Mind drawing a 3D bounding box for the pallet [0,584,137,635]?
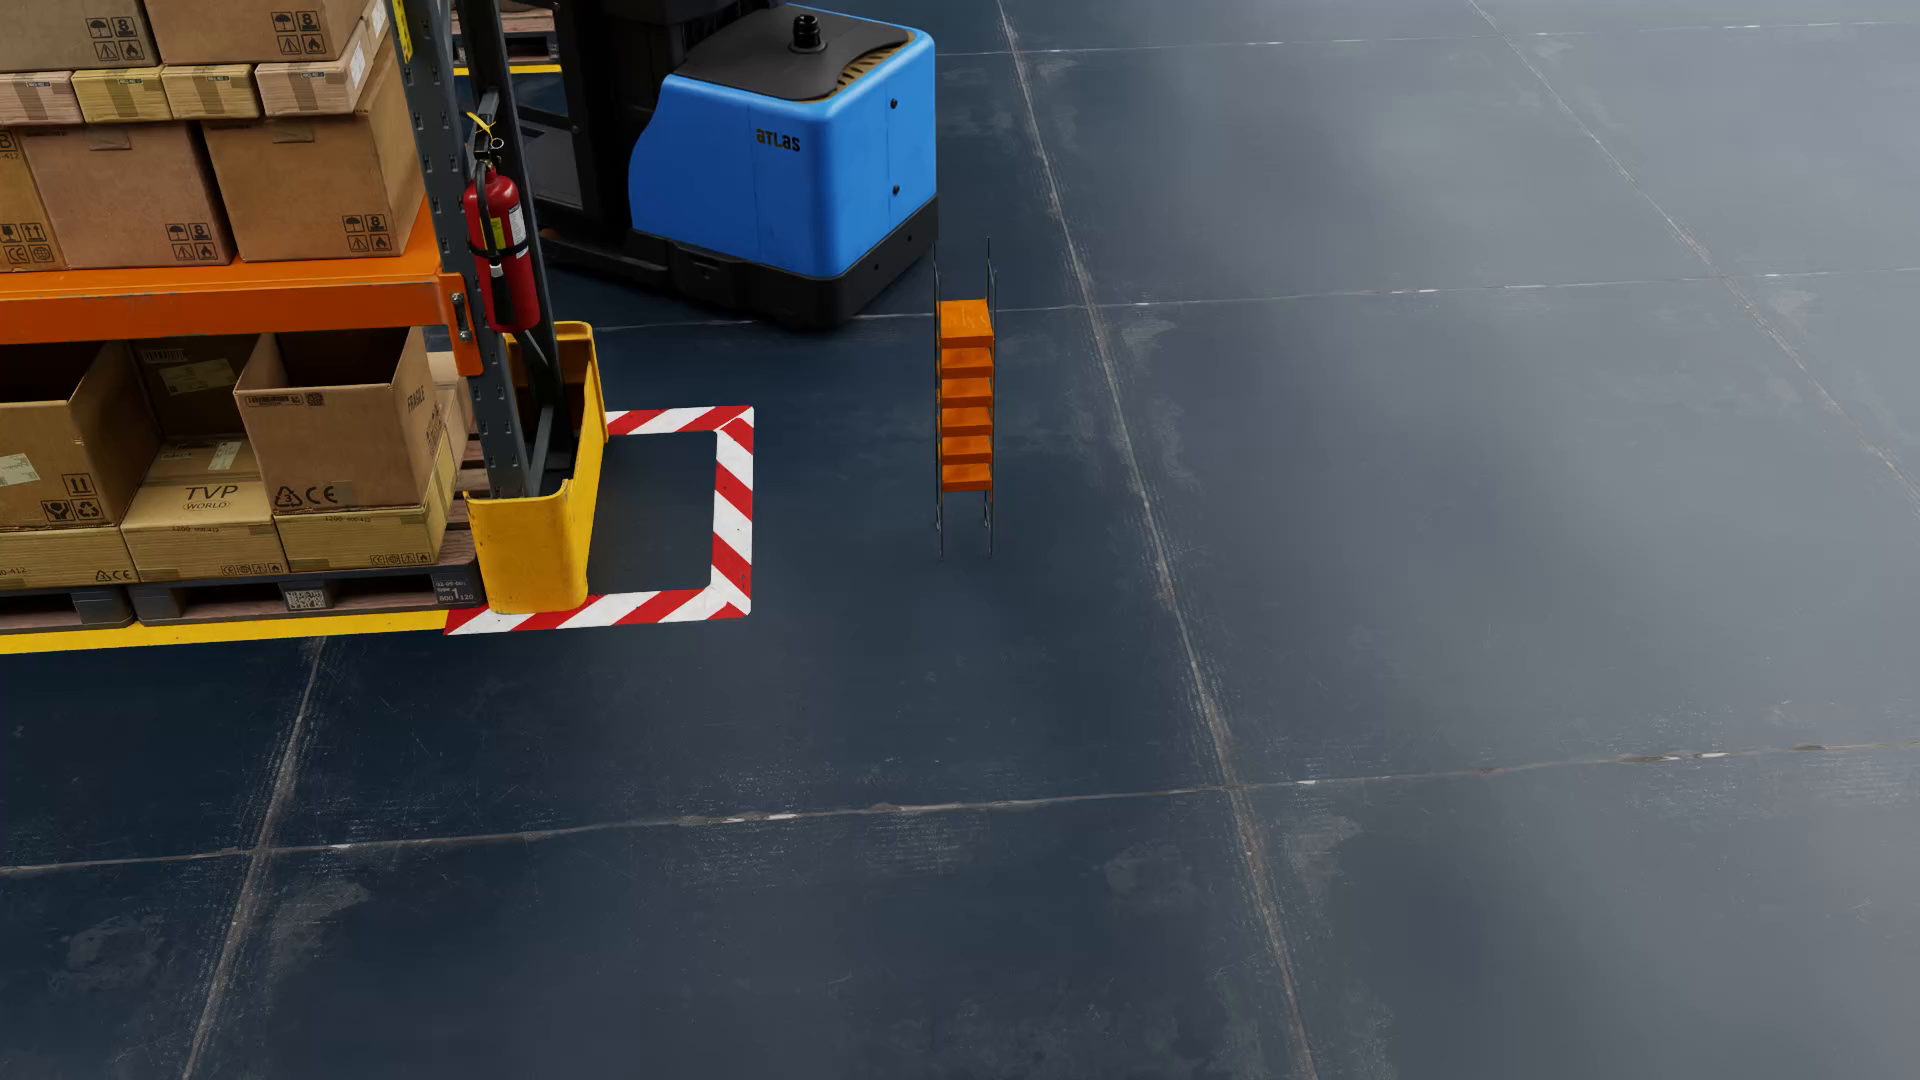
[{"bbox_3d":[-3.557,-0.049,6.142,1.213,0.211,1.003,-3,38,-4],"label":"pallet"}]

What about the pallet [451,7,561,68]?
[{"bbox_3d":[-2.903,-3.164,10.090,1.213,0.211,1.003,-3,38,-4],"label":"pallet"}]

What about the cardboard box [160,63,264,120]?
[{"bbox_3d":[-2.211,-1.417,5.020,0.250,0.149,0.380,-2,38,-3],"label":"cardboard box"}]

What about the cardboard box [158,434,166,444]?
[{"bbox_3d":[-3.136,-0.413,6.233,0.500,0.250,0.500,-3,38,-4],"label":"cardboard box"}]

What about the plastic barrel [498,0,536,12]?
[{"bbox_3d":[-2.670,-3.438,9.855,0.421,0.512,0.421,0,38,0],"label":"plastic barrel"}]

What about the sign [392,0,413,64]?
[{"bbox_3d":[-1.552,-1.489,4.589,0.005,0.325,0.100,-3,38,-4],"label":"sign"}]

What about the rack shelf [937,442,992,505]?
[{"bbox_3d":[0.014,-0.249,6.056,0.180,0.103,0.258,-3,38,-4],"label":"rack shelf"}]

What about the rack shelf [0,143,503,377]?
[{"bbox_3d":[-3.579,-0.885,5.530,4.000,0.370,1.077,-3,38,-4],"label":"rack shelf"}]

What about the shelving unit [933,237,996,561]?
[{"bbox_3d":[0.014,-0.472,5.879,0.189,1.200,0.258,-3,38,-4],"label":"shelving unit"}]

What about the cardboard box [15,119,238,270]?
[{"bbox_3d":[-2.575,-1.267,5.353,0.500,0.500,0.700,-2,38,-3],"label":"cardboard box"}]

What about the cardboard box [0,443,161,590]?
[{"bbox_3d":[-3.090,-0.087,5.820,0.500,0.250,0.500,-3,38,-4],"label":"cardboard box"}]

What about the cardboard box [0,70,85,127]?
[{"bbox_3d":[-2.716,-1.390,4.986,0.250,0.149,0.380,-3,38,-3],"label":"cardboard box"}]

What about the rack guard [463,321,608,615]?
[{"bbox_3d":[-1.563,-0.297,6.223,0.348,0.500,1.175,-3,38,-4],"label":"rack guard"}]

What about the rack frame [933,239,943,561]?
[{"bbox_3d":[-0.077,-0.467,5.873,0.006,1.200,0.240,-3,38,-4],"label":"rack frame"}]

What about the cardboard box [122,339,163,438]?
[{"bbox_3d":[-3.135,-0.700,5.992,0.500,0.500,0.500,-3,38,-4],"label":"cardboard box"}]

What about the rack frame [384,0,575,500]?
[{"bbox_3d":[-1.587,-1.277,5.447,0.127,3.000,1.000,-3,38,-4],"label":"rack frame"}]

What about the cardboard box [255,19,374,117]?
[{"bbox_3d":[-1.950,-1.432,5.039,0.250,0.149,0.380,-4,38,-5],"label":"cardboard box"}]

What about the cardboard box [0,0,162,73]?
[{"bbox_3d":[-2.629,-1.773,4.947,0.500,0.500,0.700,-4,38,-5],"label":"cardboard box"}]

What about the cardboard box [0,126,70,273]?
[{"bbox_3d":[-3.071,-1.243,5.323,0.500,0.500,0.700,-3,38,-4],"label":"cardboard box"}]

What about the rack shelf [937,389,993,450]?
[{"bbox_3d":[0.014,-0.437,5.907,0.180,0.103,0.258,-3,38,-4],"label":"rack shelf"}]

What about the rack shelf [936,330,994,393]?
[{"bbox_3d":[0.014,-0.625,5.758,0.180,0.103,0.258,-3,38,-4],"label":"rack shelf"}]

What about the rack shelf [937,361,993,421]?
[{"bbox_3d":[0.014,-0.531,5.833,0.180,0.103,0.258,-3,38,-4],"label":"rack shelf"}]

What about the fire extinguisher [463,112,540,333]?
[{"bbox_3d":[-1.428,-0.966,5.116,0.183,0.674,0.296,-3,38,-4],"label":"fire extinguisher"}]

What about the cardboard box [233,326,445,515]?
[{"bbox_3d":[-2.095,-0.444,5.666,0.500,0.500,0.500,-3,38,-4],"label":"cardboard box"}]

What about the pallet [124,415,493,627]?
[{"bbox_3d":[-2.345,-0.114,6.224,1.213,0.211,1.003,-3,38,-4],"label":"pallet"}]

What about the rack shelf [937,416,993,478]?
[{"bbox_3d":[0.014,-0.343,5.981,0.180,0.103,0.258,-3,38,-4],"label":"rack shelf"}]

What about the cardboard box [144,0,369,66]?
[{"bbox_3d":[-2.106,-1.805,4.988,0.500,0.500,0.700,-3,38,-4],"label":"cardboard box"}]

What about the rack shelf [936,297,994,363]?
[{"bbox_3d":[0.014,-0.720,5.684,0.180,0.103,0.258,-3,38,-4],"label":"rack shelf"}]

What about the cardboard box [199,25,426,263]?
[{"bbox_3d":[-2.053,-1.298,5.393,0.500,0.500,0.700,-3,38,-4],"label":"cardboard box"}]

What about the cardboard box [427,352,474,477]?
[{"bbox_3d":[-2.141,-0.470,6.305,0.500,0.250,0.500,-3,38,-4],"label":"cardboard box"}]

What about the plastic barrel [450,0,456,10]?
[{"bbox_3d":[-3.170,-3.411,9.820,0.421,0.512,0.421,0,38,0],"label":"plastic barrel"}]

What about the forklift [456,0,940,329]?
[{"bbox_3d":[-1.644,-2.729,7.342,3.031,2.935,1.130,18,42,22],"label":"forklift"}]

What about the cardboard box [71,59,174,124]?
[{"bbox_3d":[-2.466,-1.403,5.002,0.250,0.149,0.380,-4,38,-5],"label":"cardboard box"}]

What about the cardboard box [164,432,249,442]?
[{"bbox_3d":[-2.638,-0.440,6.267,0.500,0.250,0.500,-3,38,-4],"label":"cardboard box"}]

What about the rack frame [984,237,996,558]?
[{"bbox_3d":[0.106,-0.477,5.886,0.006,1.200,0.240,-3,38,-4],"label":"rack frame"}]

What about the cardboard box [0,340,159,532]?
[{"bbox_3d":[-3.089,-0.380,5.585,0.500,0.500,0.500,-3,38,-4],"label":"cardboard box"}]

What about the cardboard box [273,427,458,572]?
[{"bbox_3d":[-2.095,-0.150,5.900,0.500,0.250,0.500,-3,38,-4],"label":"cardboard box"}]

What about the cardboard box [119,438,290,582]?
[{"bbox_3d":[-2.592,-0.116,5.856,0.500,0.250,0.500,-3,38,-4],"label":"cardboard box"}]

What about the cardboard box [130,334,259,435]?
[{"bbox_3d":[-2.638,-0.736,6.036,0.500,0.500,0.500,-3,38,-4],"label":"cardboard box"}]

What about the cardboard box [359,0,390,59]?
[{"bbox_3d":[-1.997,-1.682,5.356,0.250,0.149,0.380,-3,38,-4],"label":"cardboard box"}]
